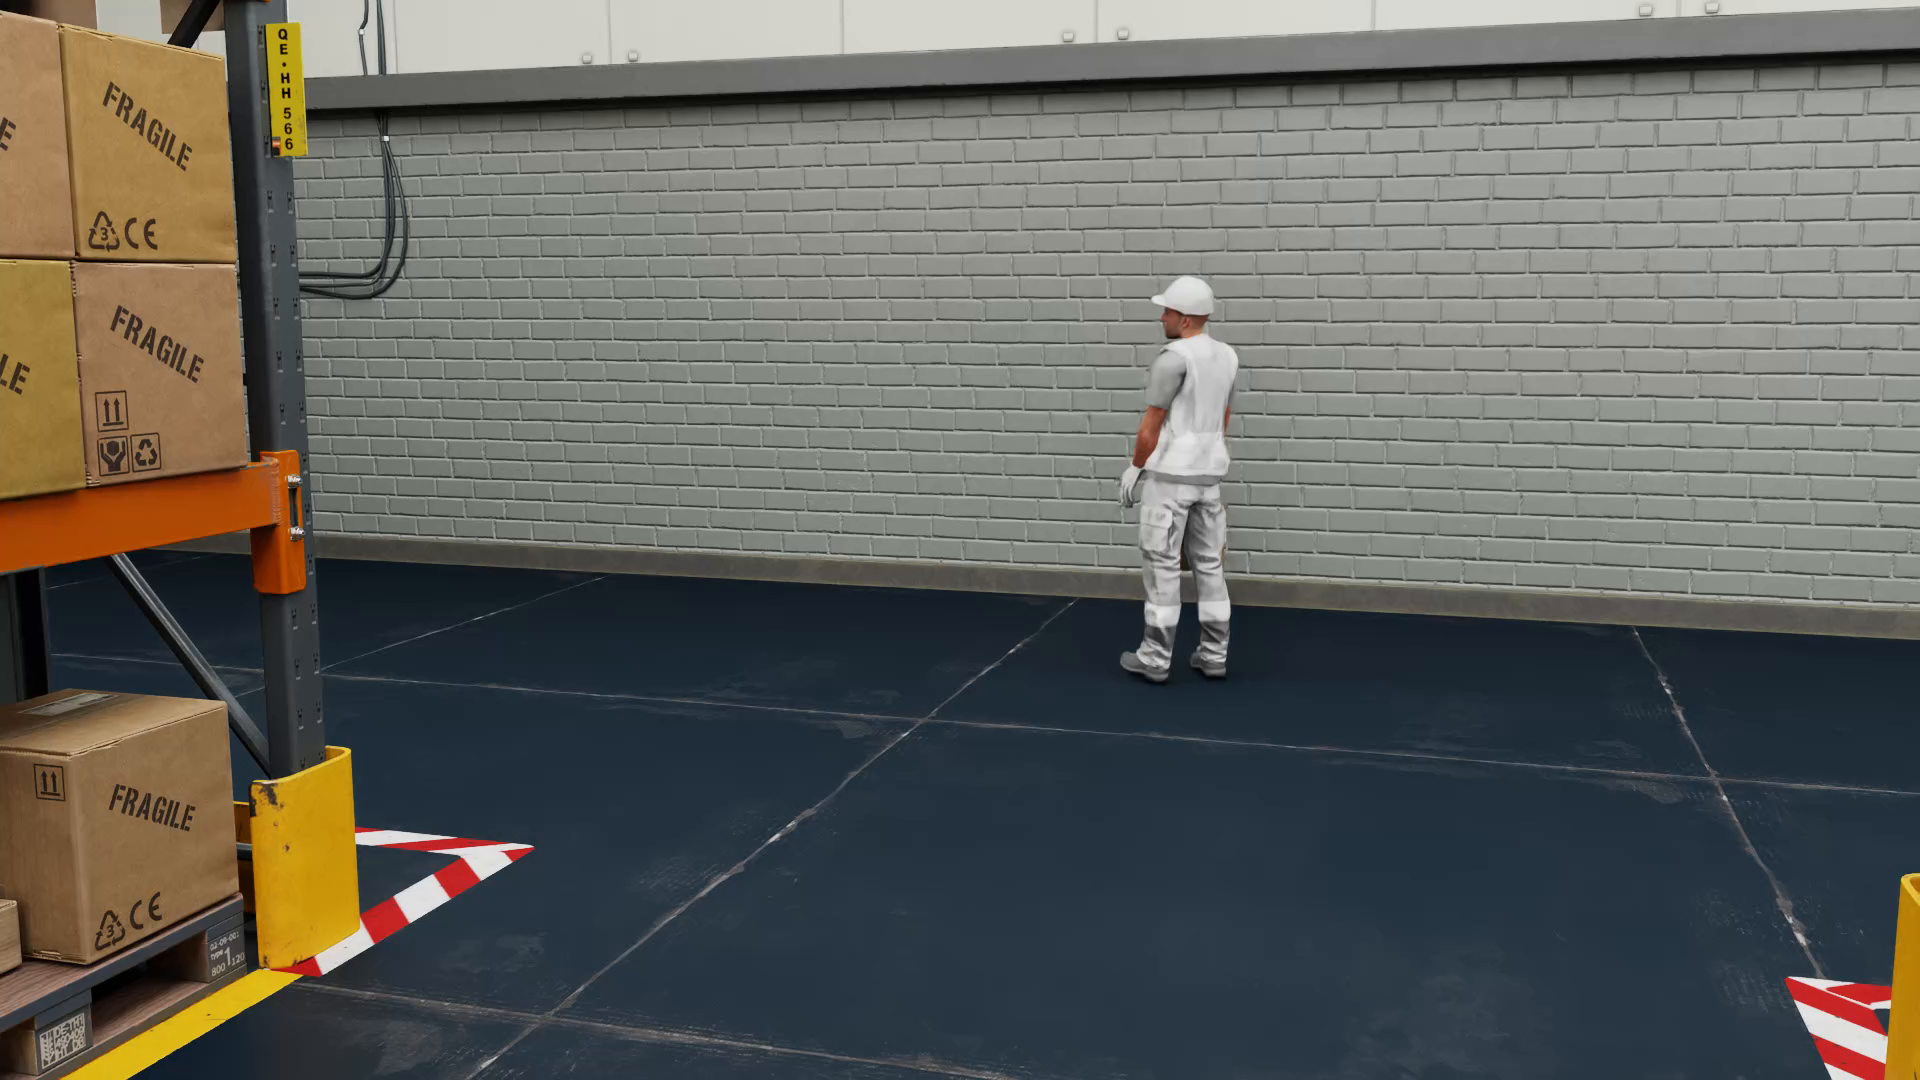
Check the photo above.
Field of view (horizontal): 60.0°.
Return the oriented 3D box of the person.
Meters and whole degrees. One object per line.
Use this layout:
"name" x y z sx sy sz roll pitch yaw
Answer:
"person" 0.979 -0.272 7.454 0.578 1.797 0.465 -7 11 -39
